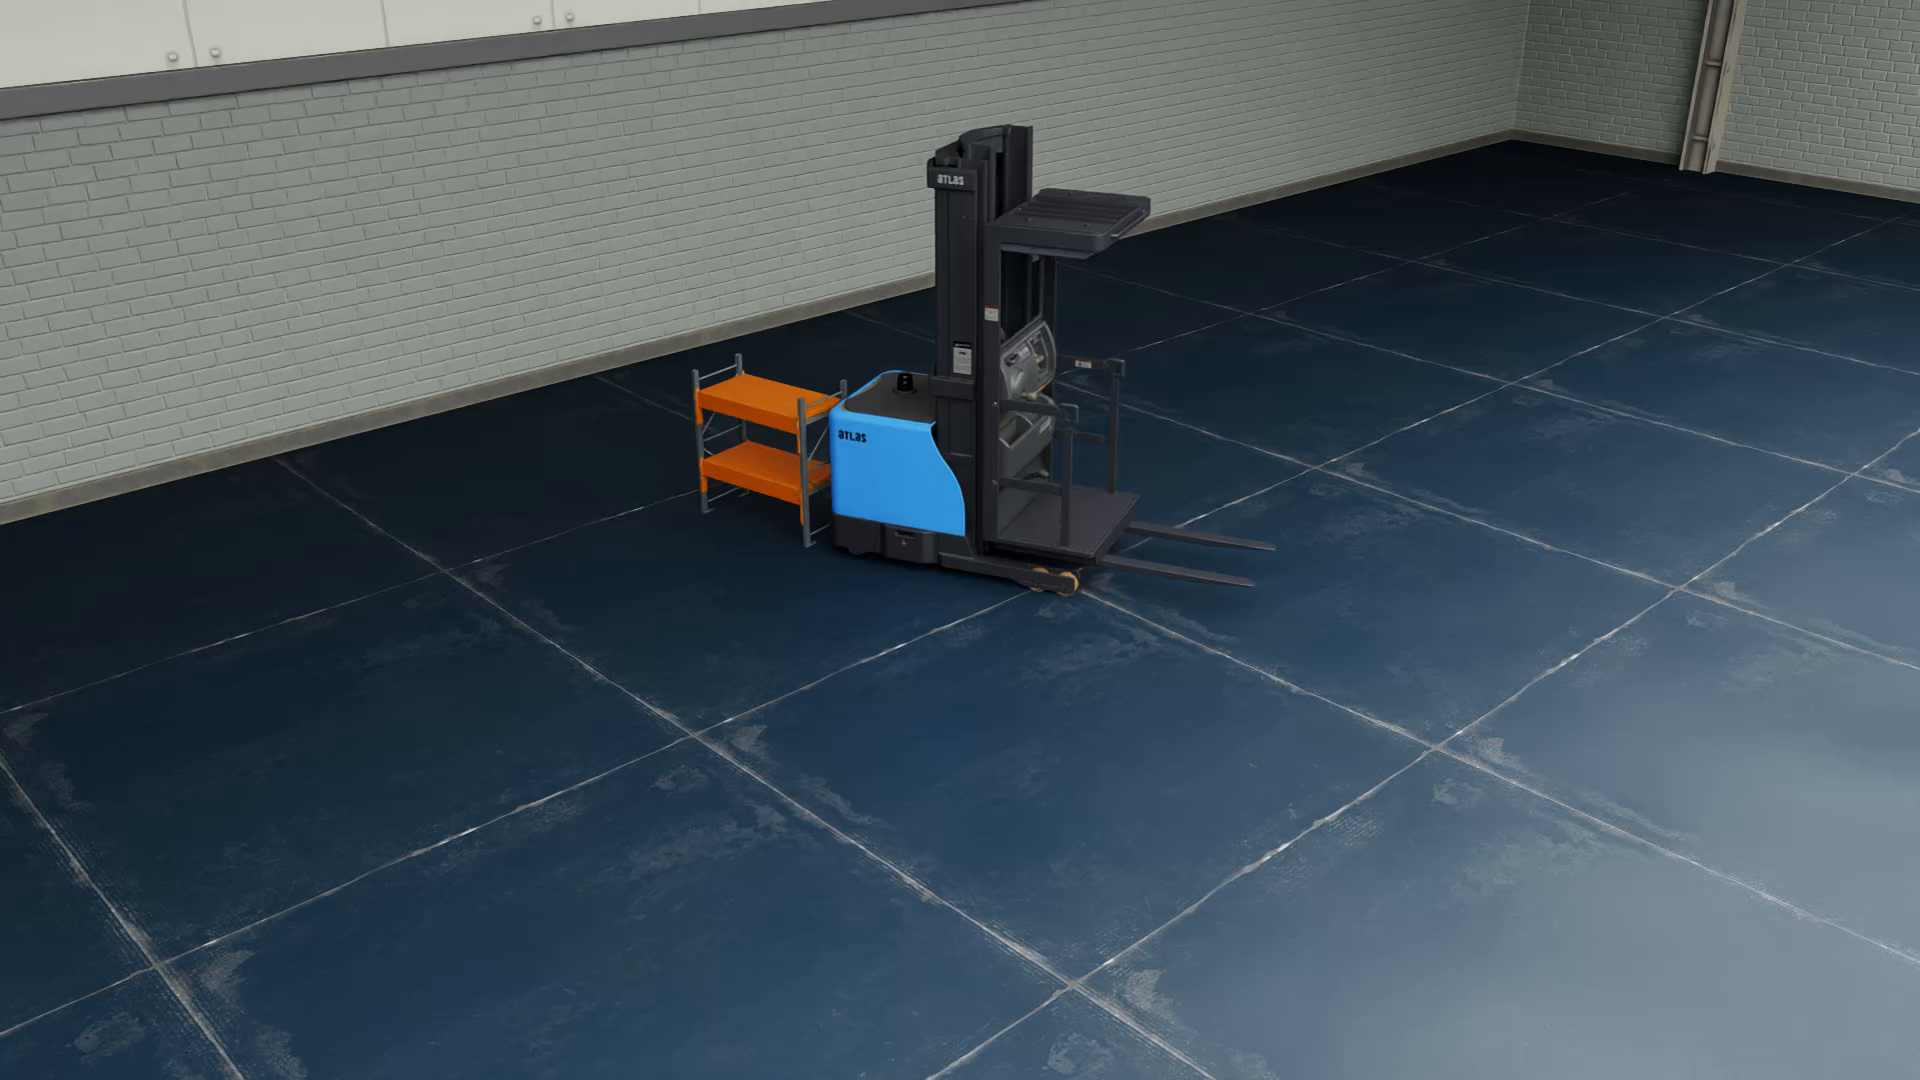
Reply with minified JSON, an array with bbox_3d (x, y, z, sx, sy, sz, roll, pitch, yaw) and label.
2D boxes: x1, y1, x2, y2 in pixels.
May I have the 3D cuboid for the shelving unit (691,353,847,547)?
[{"bbox_3d":[-1.374,-0.669,12.159,1.048,1.125,0.538,17,29,32],"label":"shelving unit"}]

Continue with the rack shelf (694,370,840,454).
[{"bbox_3d":[-1.374,-0.936,12.037,1.000,0.278,0.538,17,29,32],"label":"rack shelf"}]

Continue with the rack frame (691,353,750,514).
[{"bbox_3d":[-1.785,-0.794,12.432,0.032,1.125,0.500,17,29,32],"label":"rack frame"}]

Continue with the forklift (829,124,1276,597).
[{"bbox_3d":[0.646,-1.199,11.144,3.031,2.935,1.130,10,26,20],"label":"forklift"}]

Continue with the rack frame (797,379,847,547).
[{"bbox_3d":[-0.964,-0.545,11.886,0.032,1.125,0.500,17,29,32],"label":"rack frame"}]

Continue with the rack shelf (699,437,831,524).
[{"bbox_3d":[-1.374,-0.447,12.260,1.000,0.278,0.538,17,29,32],"label":"rack shelf"}]

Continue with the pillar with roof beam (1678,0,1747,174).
[{"bbox_3d":[7.272,-8.098,18.956,9.100,9.000,0.400,-21,32,-38],"label":"pillar with roof beam"}]
